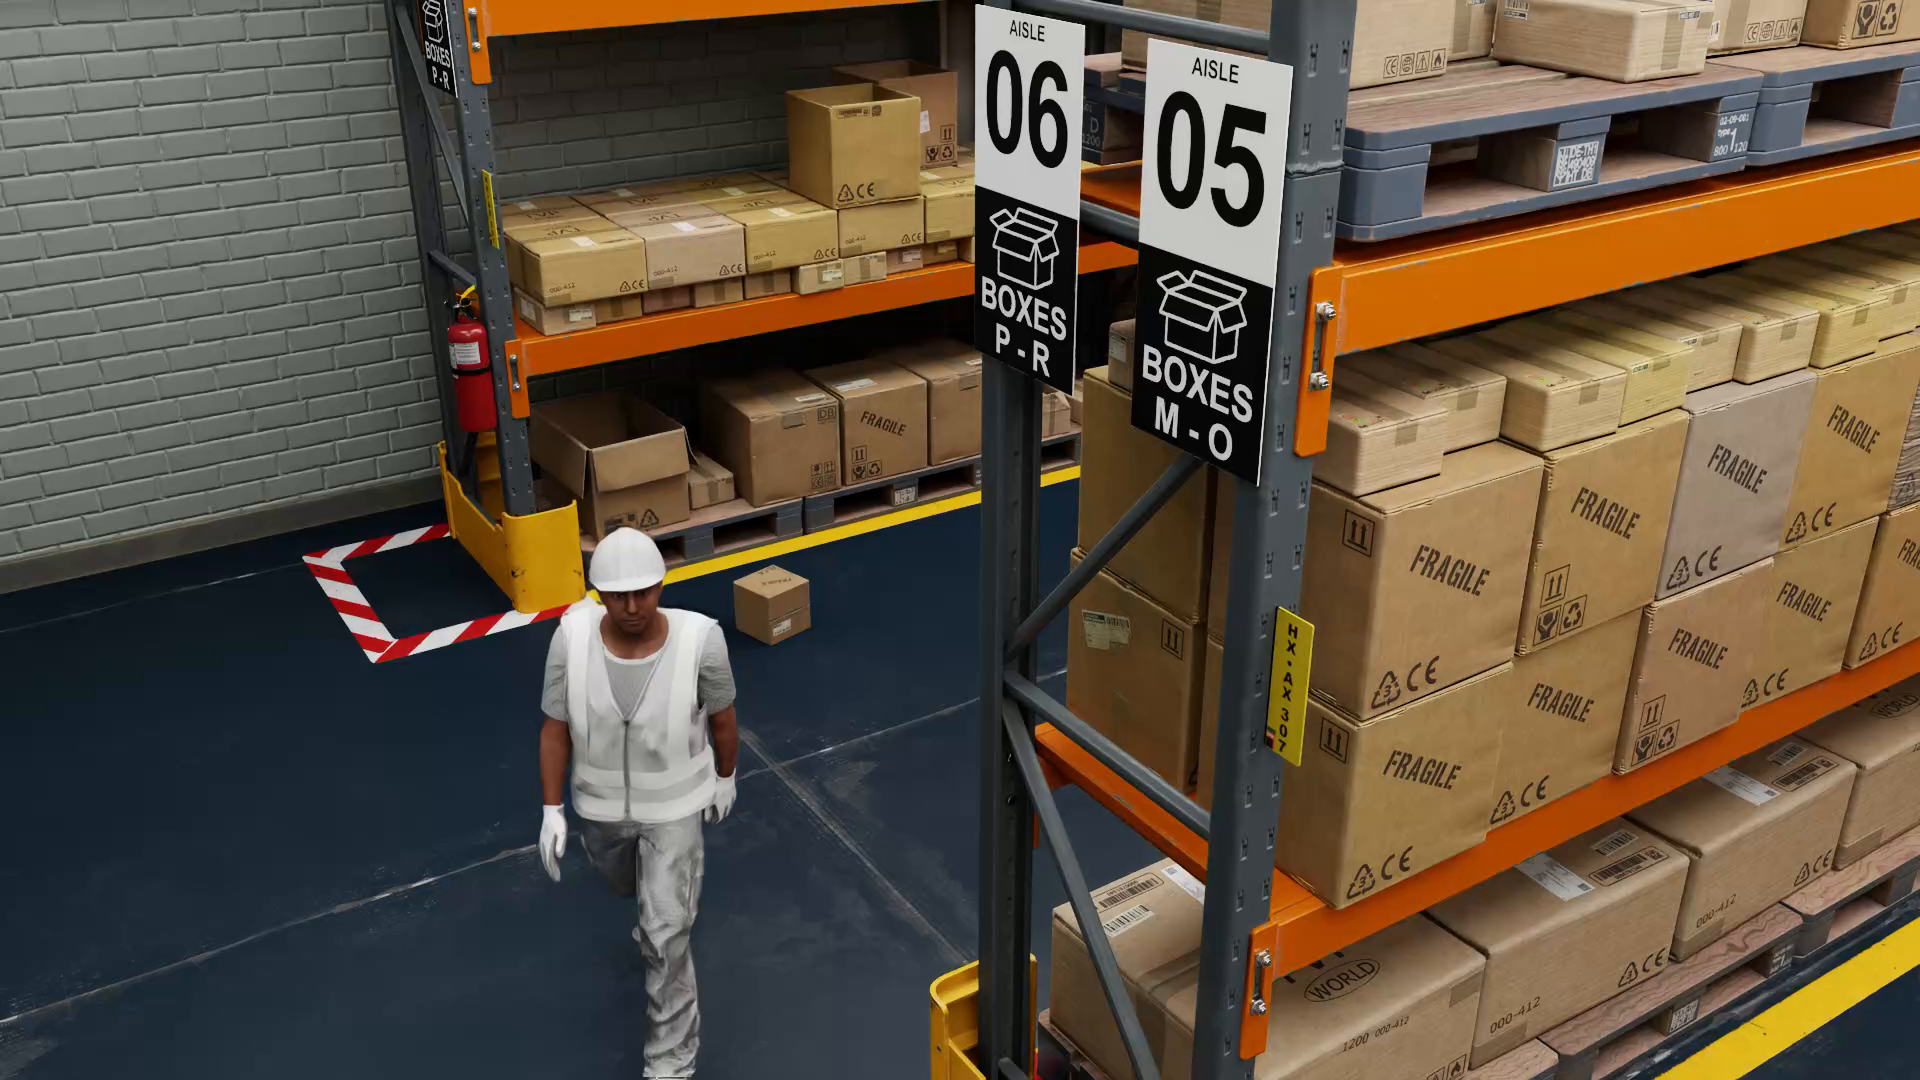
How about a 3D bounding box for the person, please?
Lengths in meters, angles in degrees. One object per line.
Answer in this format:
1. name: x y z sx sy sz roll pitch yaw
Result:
1. person: -0.940 0.757 4.948 0.538 1.735 1.078 3 25 6
